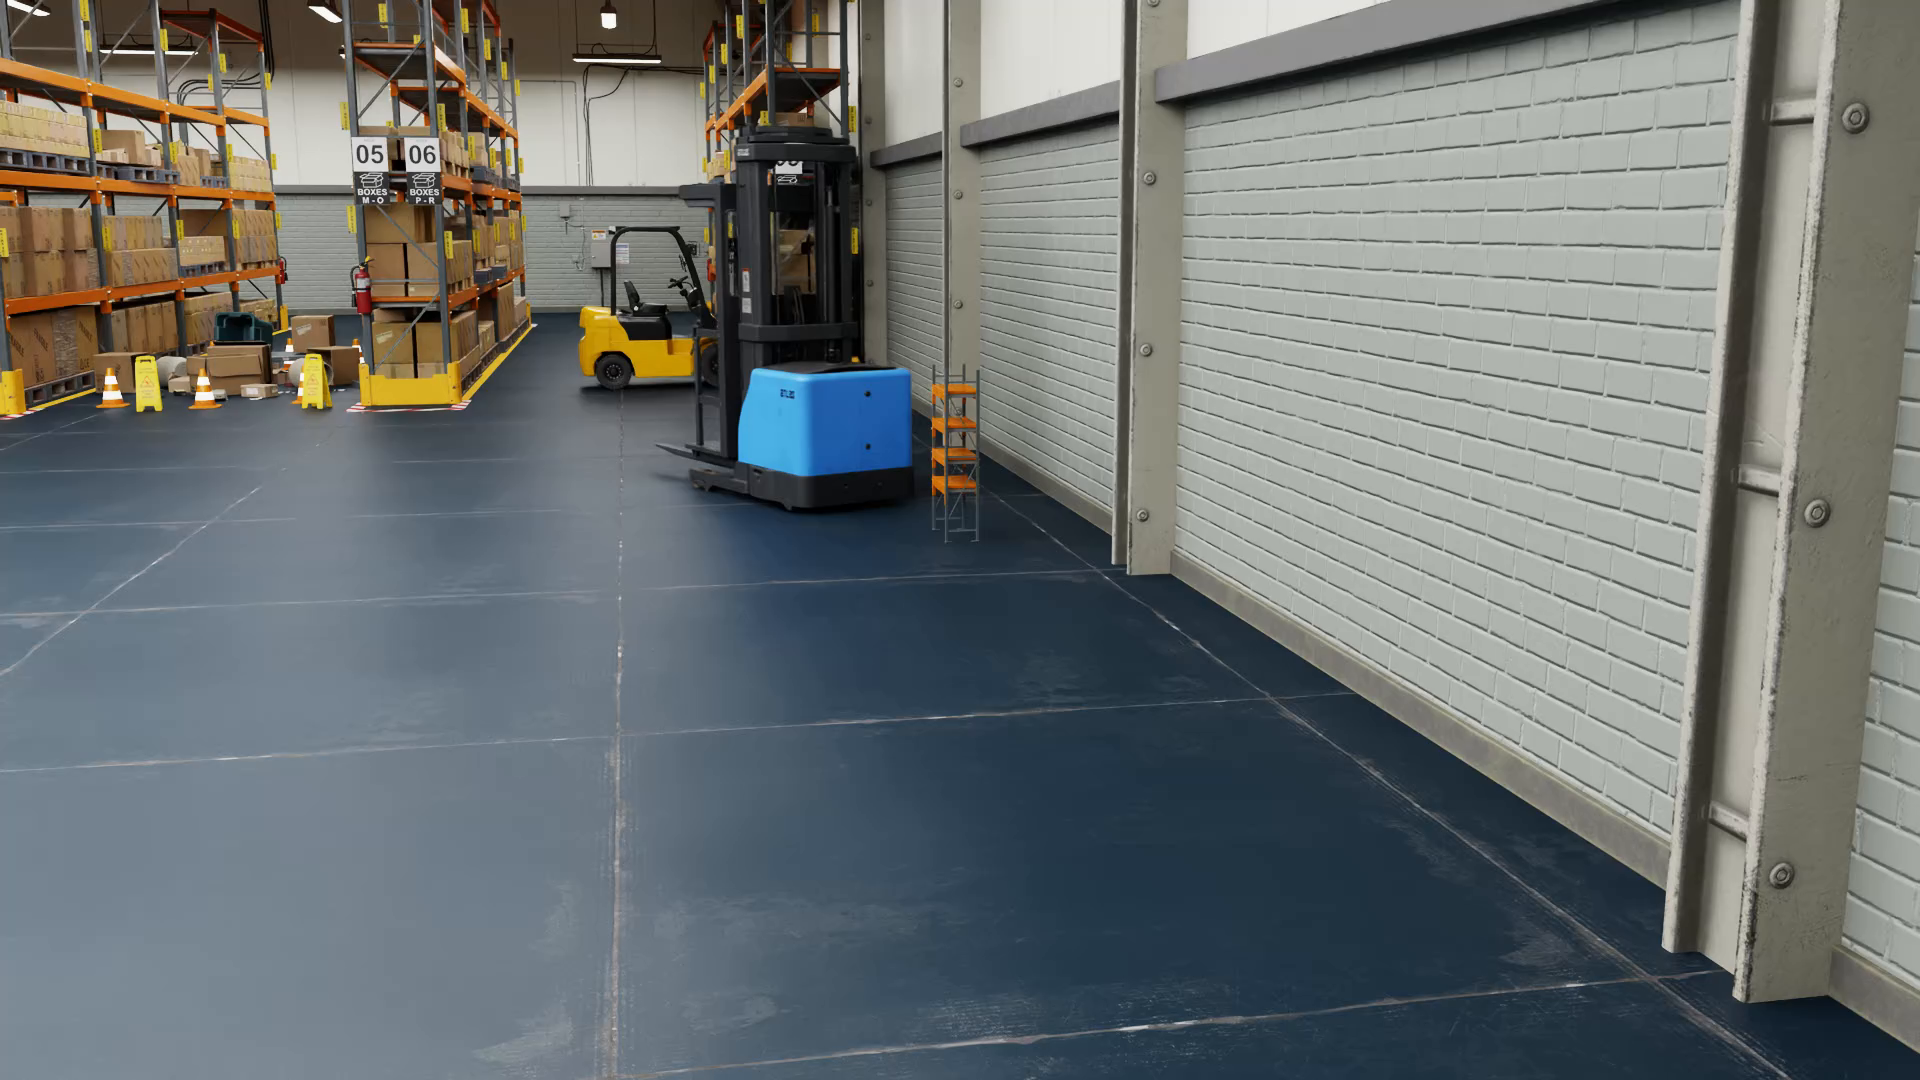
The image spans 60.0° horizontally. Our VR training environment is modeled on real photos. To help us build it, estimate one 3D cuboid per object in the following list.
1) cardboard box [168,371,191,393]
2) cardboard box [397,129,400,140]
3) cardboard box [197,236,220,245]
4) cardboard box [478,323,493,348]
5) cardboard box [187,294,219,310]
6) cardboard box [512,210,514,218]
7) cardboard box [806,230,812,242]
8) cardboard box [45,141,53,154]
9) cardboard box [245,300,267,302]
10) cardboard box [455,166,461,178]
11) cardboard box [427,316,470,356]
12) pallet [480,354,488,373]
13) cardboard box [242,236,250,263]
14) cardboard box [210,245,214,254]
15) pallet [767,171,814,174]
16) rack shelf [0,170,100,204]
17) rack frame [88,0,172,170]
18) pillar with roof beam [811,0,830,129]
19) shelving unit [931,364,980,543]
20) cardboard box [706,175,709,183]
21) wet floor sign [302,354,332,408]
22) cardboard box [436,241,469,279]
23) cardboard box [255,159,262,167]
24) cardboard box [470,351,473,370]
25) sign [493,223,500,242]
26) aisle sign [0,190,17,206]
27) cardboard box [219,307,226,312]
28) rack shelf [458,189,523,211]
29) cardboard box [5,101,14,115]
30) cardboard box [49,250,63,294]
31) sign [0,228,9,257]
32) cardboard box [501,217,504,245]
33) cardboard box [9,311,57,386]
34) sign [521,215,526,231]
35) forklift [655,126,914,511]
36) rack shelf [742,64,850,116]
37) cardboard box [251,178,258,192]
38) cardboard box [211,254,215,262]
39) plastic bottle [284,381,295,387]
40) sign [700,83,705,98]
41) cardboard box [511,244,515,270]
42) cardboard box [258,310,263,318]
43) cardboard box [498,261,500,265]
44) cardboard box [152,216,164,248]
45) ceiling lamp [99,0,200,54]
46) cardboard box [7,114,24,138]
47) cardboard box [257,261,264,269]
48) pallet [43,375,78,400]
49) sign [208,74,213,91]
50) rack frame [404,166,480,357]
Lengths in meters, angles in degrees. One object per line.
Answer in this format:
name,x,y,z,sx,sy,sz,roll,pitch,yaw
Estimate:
cardboard box,-10.241,-2.096,21.999,0.396,0.266,0.258,0,11,-1
cardboard box,-7.202,-5.089,20.927,0.380,0.149,0.250,-2,11,-11
cardboard box,-13.615,-5.414,30.077,0.380,0.149,0.250,-2,11,-13
cardboard box,-8.072,-3.296,26.896,0.950,0.372,0.625,-2,11,-12
cardboard box,-13.341,-4.183,29.207,0.500,0.250,0.500,-3,11,-14
cardboard box,-9.186,-6.560,33.462,0.380,0.149,0.250,-2,11,-11
cardboard box,-1.838,-4.014,21.966,0.380,0.149,0.250,-2,11,-10
cardboard box,-11.699,-4.958,20.982,0.380,0.149,0.250,-2,11,-11
cardboard box,-14.208,-4.758,33.581,0.380,0.149,0.250,-3,11,-13
cardboard box,-6.999,-5.000,22.594,0.380,0.149,0.250,-2,11,-9
cardboard box,-6.854,-2.727,22.225,0.500,0.500,0.500,-2,11,-10
pallet,-7.699,-2.659,25.102,1.003,0.211,1.213,-2,11,-11
cardboard box,-13.890,-5.540,31.721,0.500,0.500,0.500,-2,11,-11
cardboard box,-13.511,-5.174,29.612,0.380,0.149,0.250,-2,11,-13
pallet,-2.252,-5.119,22.781,1.003,0.211,1.213,-2,11,-11
rack shelf,-11.993,-4.441,20.908,1.077,0.370,4.000,-2,11,-11
rack frame,-13.160,-7.368,26.342,1.000,3.000,0.127,-2,11,-11
pillar with roof beam,-6.541,-7.385,26.430,9.100,9.000,0.400,-2,11,-11
shelving unit,-0.032,-0.620,11.744,0.258,1.200,0.503,-2,11,-11
cardboard box,-5.193,-7.723,35.832,0.500,0.250,0.500,-2,11,-12
wet floor sign,-7.780,-1.922,20.069,0.267,0.644,0.232,2,11,9
cardboard box,-7.003,-3.820,22.680,0.500,0.500,0.500,-2,11,-9
cardboard box,-14.202,-7.539,33.259,0.380,0.149,0.250,-2,11,-10
cardboard box,-6.959,-2.452,22.789,0.500,0.250,0.500,-2,11,-10
sign,-7.793,-5.171,27.958,0.100,0.325,0.005,-2,11,-11
aisle sign,-19.320,-7.028,33.645,0.394,0.787,0.004,-2,11,-11
cardboard box,-13.447,-3.912,29.792,0.500,0.500,0.500,-2,11,-12
rack shelf,-9.491,-6.840,33.514,1.077,0.370,4.000,-2,11,-11
cardboard box,-11.454,-5.117,19.684,0.380,0.149,0.250,-2,11,-12
cardboard box,-11.978,-3.397,21.121,0.875,0.550,0.500,-2,11,-11
sign,-11.058,-3.437,19.206,0.100,0.325,0.005,-2,11,-11
cardboard box,-8.466,-5.538,29.829,0.500,0.500,0.500,-2,11,-10
cardboard box,-11.973,-2.400,20.841,0.875,0.875,0.875,-2,11,-12
sign,-9.345,-6.789,35.614,0.100,0.325,0.005,-2,11,-11
forklift,-1.621,-1.893,13.801,1.130,2.935,3.031,-7,13,-34
rack shelf,-2.289,-6.098,22.660,1.077,0.370,4.000,-2,11,-11
cardboard box,-14.055,-6.933,32.478,0.500,0.250,0.500,-2,11,-8
cardboard box,-13.520,-5.033,29.664,0.380,0.149,0.250,-3,11,-14
plastic bottle,-9.134,-2.138,22.764,0.133,0.061,0.283,0,11,-1
sign,-5.544,-9.693,35.847,0.100,0.325,0.005,-2,11,-11
cardboard box,-8.936,-5.498,32.293,0.500,0.500,0.500,-2,11,-9
cardboard box,-14.004,-4.467,32.849,0.380,0.149,0.250,-2,11,-10
cardboard box,-8.289,-4.738,28.971,0.500,0.250,0.500,-2,11,-13
cardboard box,-13.082,-4.879,26.365,0.700,0.500,0.500,-2,11,-11
ceiling lamp,-17.635,-12.126,35.725,2.000,3.185,0.800,-2,11,-11
cardboard box,-11.546,-4.946,19.854,0.500,0.250,0.500,-2,11,-12
cardboard box,-14.205,-5.528,33.388,0.380,0.149,0.250,-3,11,-14
pallet,-12.070,-1.951,21.383,1.003,0.211,1.213,-2,11,-11
sign,-15.248,-9.314,33.852,0.100,0.325,0.005,-2,11,-11
rack frame,-7.546,-3.886,24.091,1.000,3.000,0.127,-2,11,-11
